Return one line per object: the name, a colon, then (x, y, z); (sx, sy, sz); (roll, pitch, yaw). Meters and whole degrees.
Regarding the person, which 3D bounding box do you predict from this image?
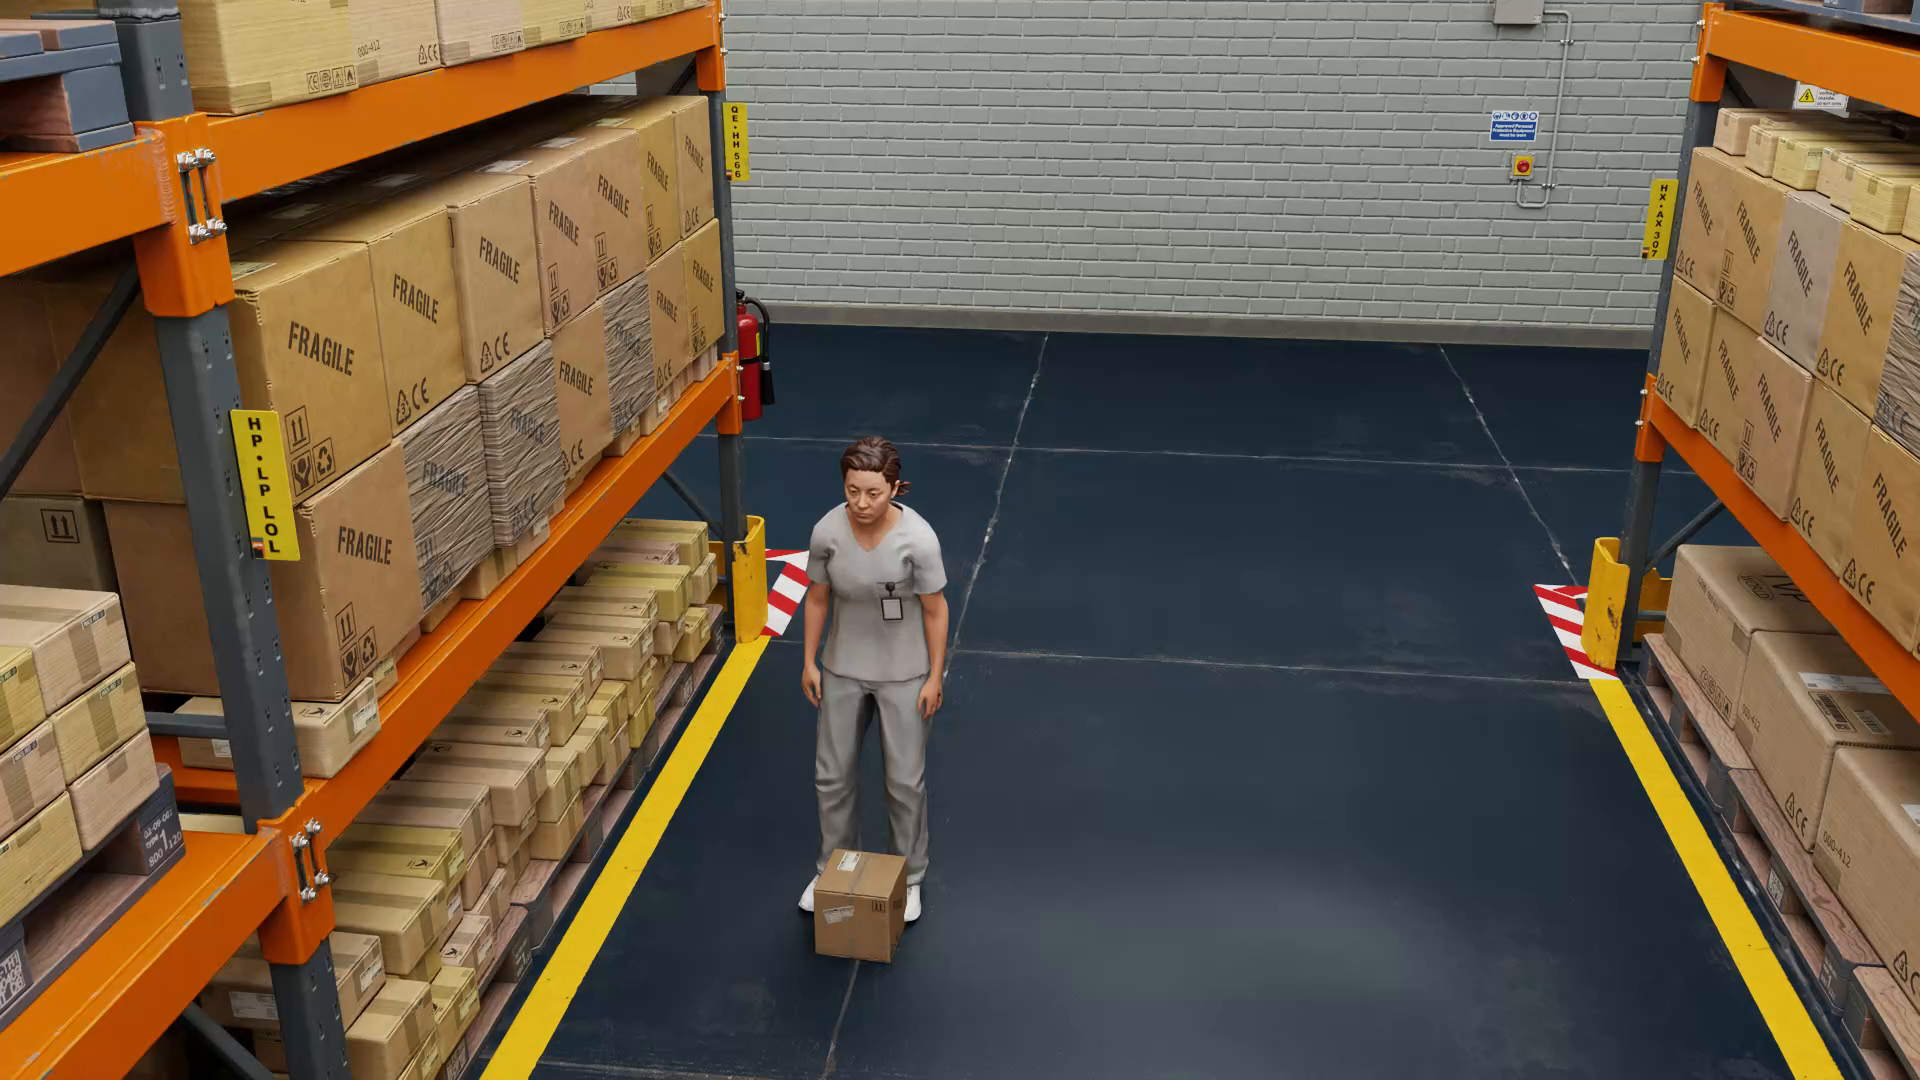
person: (-0.282, 0.447, 5.436); (0.484, 1.672, 0.360); (5, 22, 12)
